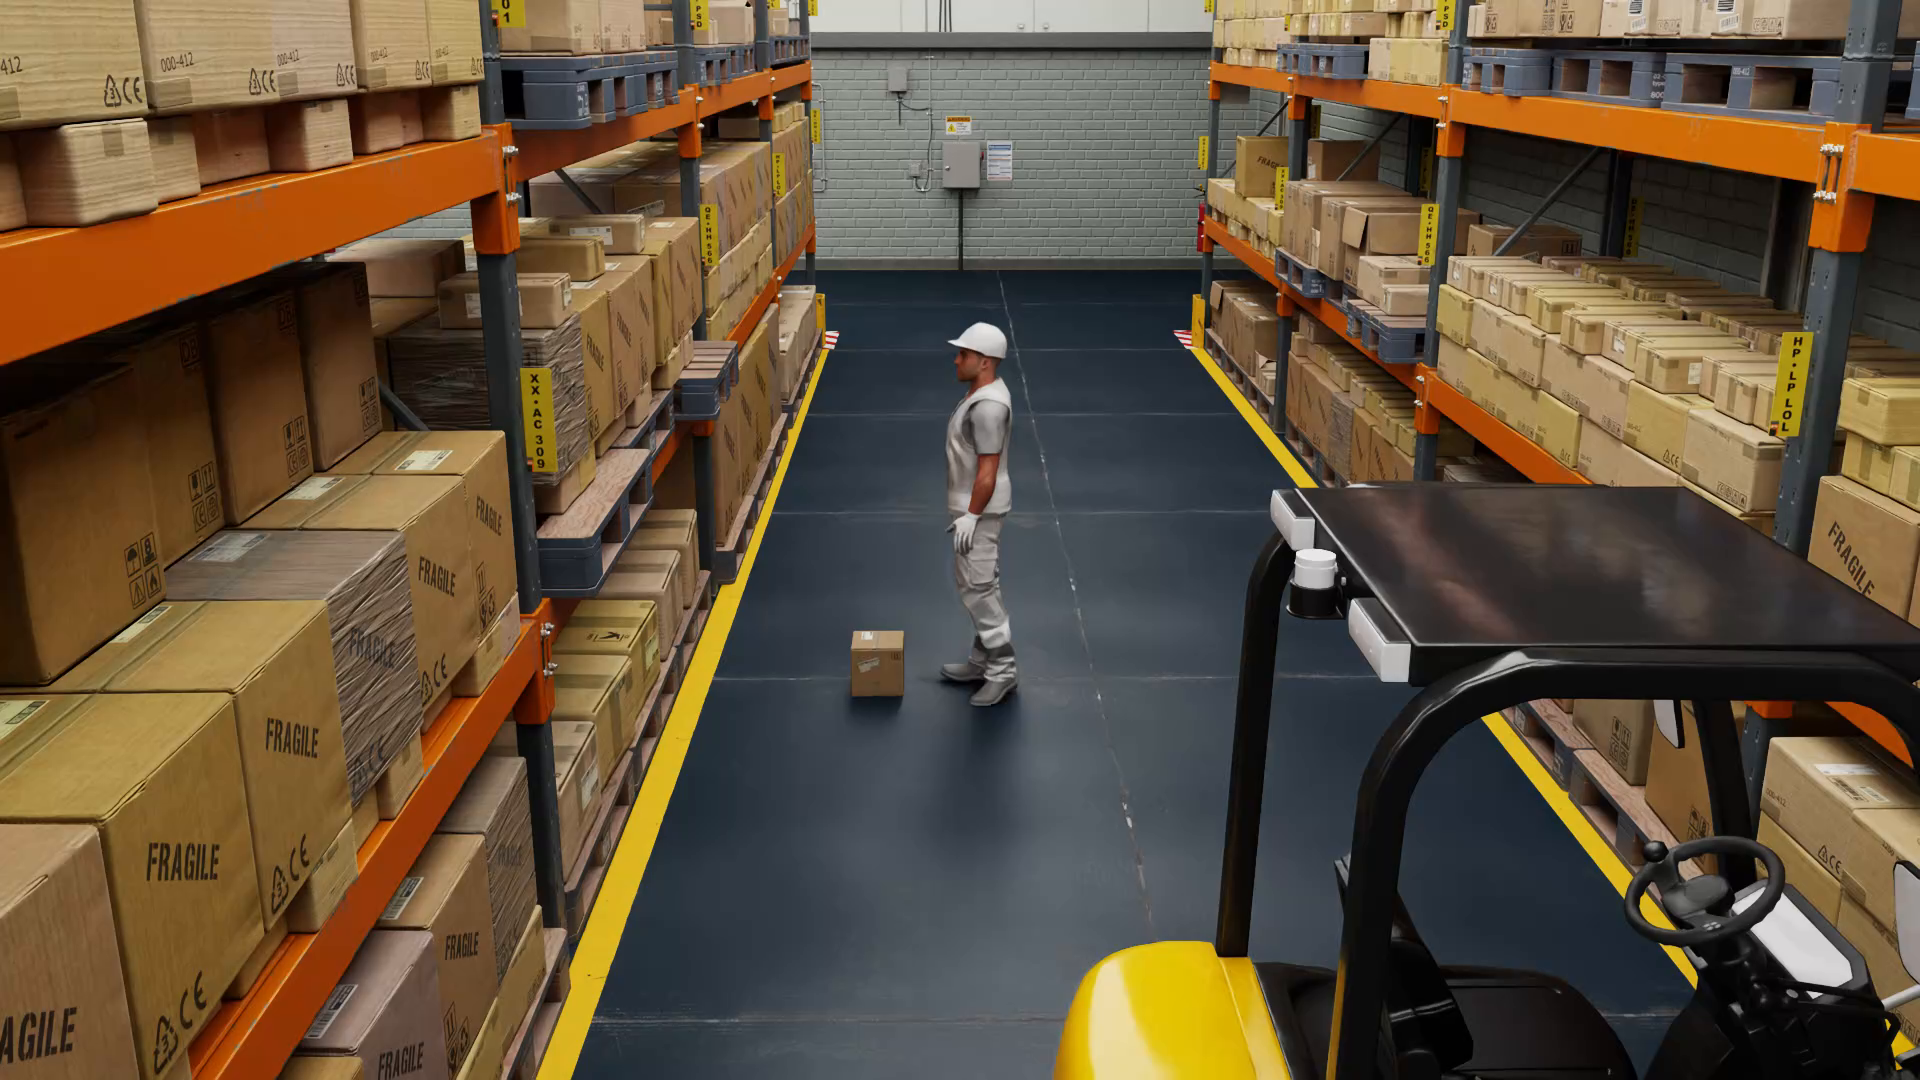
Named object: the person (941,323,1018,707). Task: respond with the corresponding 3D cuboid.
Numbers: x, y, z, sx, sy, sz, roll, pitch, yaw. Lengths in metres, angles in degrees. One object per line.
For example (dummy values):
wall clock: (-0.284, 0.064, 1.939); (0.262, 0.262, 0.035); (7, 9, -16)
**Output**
person: (0.093, -0.132, 7.923); (0.382, 1.808, 0.546); (0, 17, 0)
